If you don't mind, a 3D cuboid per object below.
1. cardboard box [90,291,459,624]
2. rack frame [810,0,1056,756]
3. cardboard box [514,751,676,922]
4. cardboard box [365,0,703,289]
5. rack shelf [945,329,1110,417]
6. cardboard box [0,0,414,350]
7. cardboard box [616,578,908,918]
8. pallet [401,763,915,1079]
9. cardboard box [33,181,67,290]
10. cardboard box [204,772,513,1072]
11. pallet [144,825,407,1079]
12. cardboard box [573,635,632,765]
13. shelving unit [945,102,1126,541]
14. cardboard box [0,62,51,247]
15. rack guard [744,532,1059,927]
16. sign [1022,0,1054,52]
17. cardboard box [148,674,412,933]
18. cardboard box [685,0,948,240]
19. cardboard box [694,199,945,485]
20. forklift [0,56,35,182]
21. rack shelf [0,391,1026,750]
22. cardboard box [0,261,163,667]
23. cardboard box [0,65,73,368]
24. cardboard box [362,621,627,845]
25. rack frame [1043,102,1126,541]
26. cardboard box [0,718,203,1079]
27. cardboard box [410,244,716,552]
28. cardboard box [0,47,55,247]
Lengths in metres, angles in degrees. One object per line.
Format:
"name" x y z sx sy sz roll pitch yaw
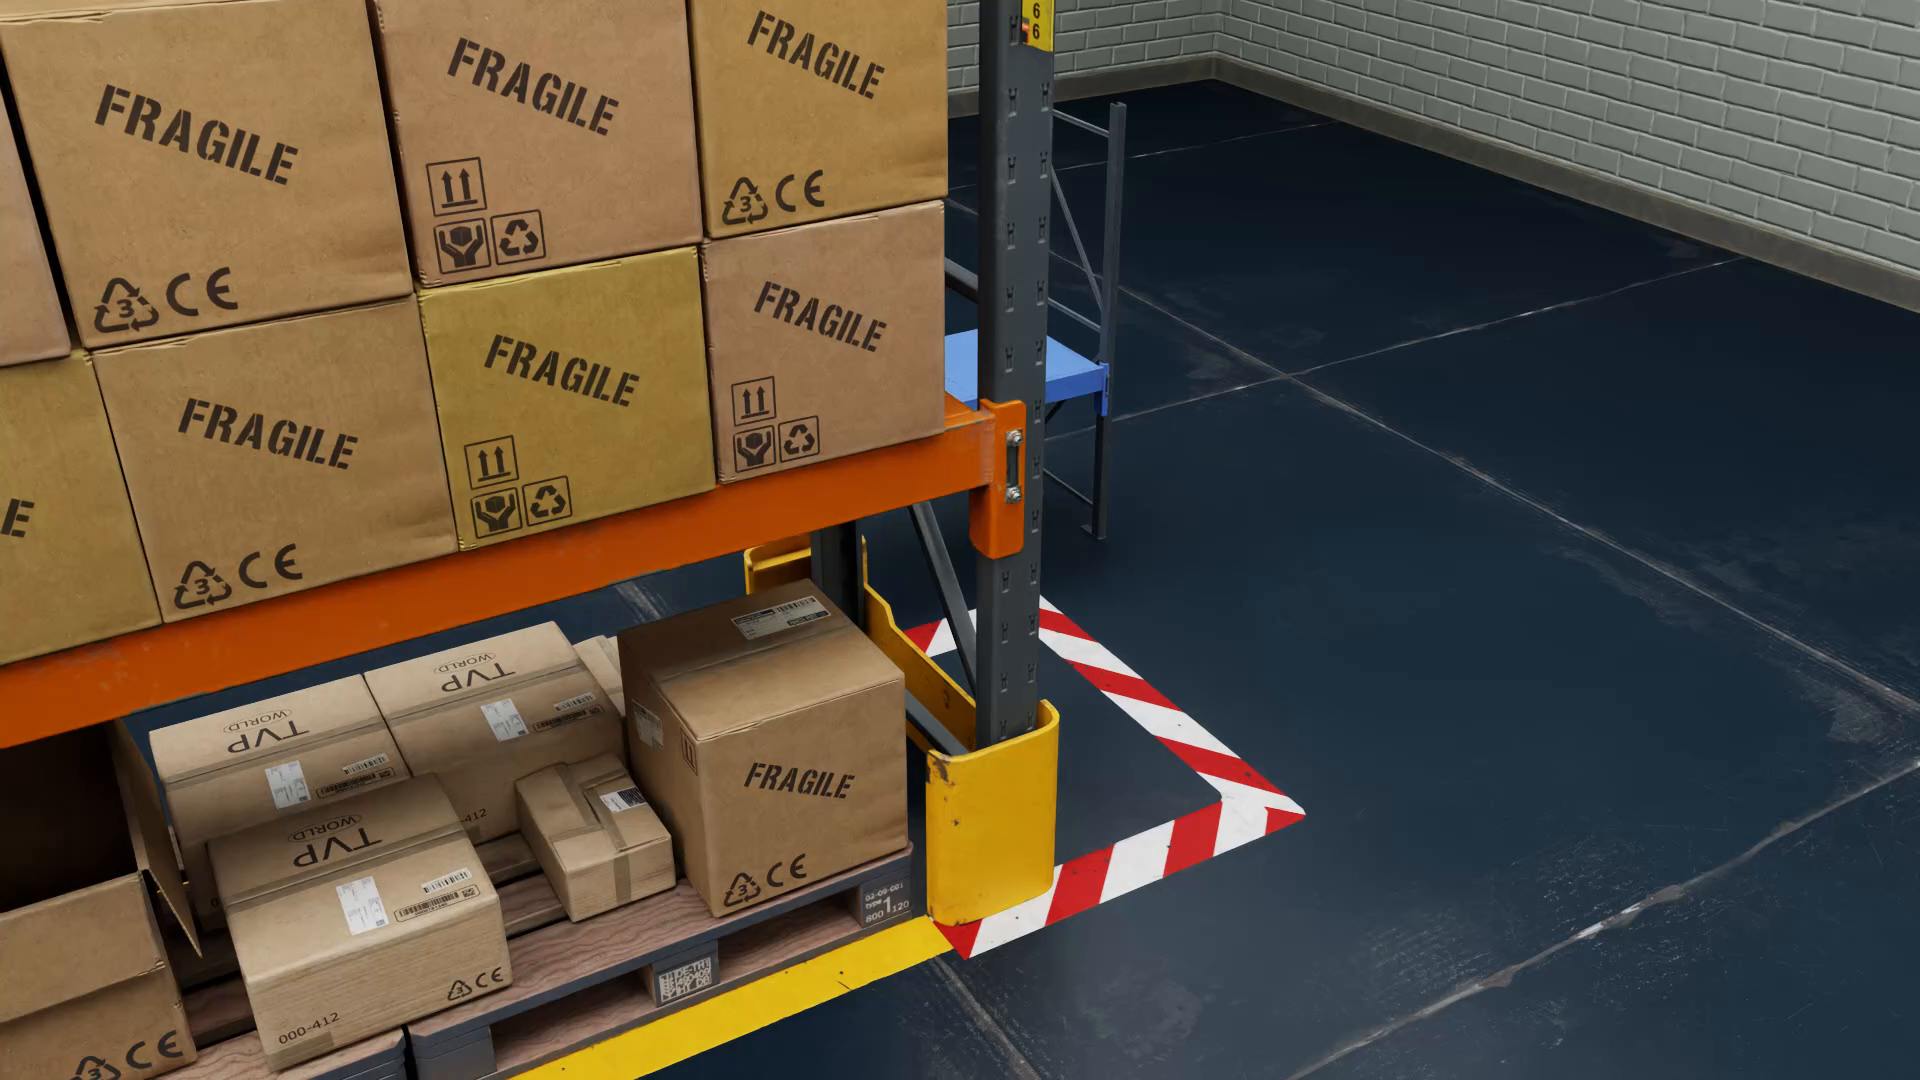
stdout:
"cardboard box" -1.245 -0.237 2.972 0.500 0.500 0.500 -16 32 -26
"rack frame" -0.118 -0.665 3.850 0.127 3.000 1.000 -16 33 -26
"cardboard box" -0.857 0.680 3.890 0.250 0.166 0.380 -16 33 -26
"cardboard box" -0.798 -0.799 2.955 0.500 0.500 0.500 -15 32 -25
"rack shelf" -0.074 -0.478 5.437 1.000 0.185 0.538 -16 33 -26
"cardboard box" -1.242 -0.670 2.721 0.500 0.500 0.500 -15 32 -25
"cardboard box" -0.462 0.473 3.921 0.500 0.500 0.500 -16 33 -26
"pallet" -0.871 0.770 4.136 1.213 0.211 1.003 -16 33 -26
"cardboard box" -1.943 -0.338 3.155 0.500 0.500 0.500 -15 32 -26
"cardboard box" -1.297 0.802 3.583 0.500 0.250 0.500 -16 33 -26
"pallet" -1.921 1.067 3.599 1.213 0.211 1.003 -16 33 -26
"cardboard box" -0.869 0.403 4.391 0.250 0.166 0.380 -16 33 -26
"shelving unit" -0.074 -0.636 5.350 1.048 1.500 0.538 -16 33 -26
"cardboard box" -1.953 -0.771 2.905 0.500 0.500 0.500 -16 33 -27
"rack guard" -0.184 0.448 4.421 0.348 0.500 1.175 -16 33 -26
"sign" 0.146 -1.074 3.066 0.005 0.325 0.100 -16 33 -26
"cardboard box" -1.593 0.606 3.938 0.500 0.250 0.500 -16 33 -26
"cardboard box" -0.363 -0.923 3.180 0.500 0.500 0.500 -16 33 -27
"cardboard box" -0.367 -0.486 3.422 0.500 0.500 0.500 -15 32 -25
"forklift" -3.212 -1.817 6.010 3.031 2.935 1.130 9 30 16
"rack shelf" -1.843 0.140 3.137 4.000 0.370 1.077 -16 33 -26
"cardboard box" -1.679 -0.114 2.749 0.500 0.500 0.500 -16 33 -27
"cardboard box" -1.685 -0.544 2.494 0.500 0.500 0.500 -15 32 -25
"cardboard box" -1.162 0.484 4.160 0.500 0.250 0.500 -16 33 -26
"rack frame" 0.365 -0.760 5.575 0.032 1.500 0.500 -16 33 -26
"cardboard box" -1.950 0.753 3.410 0.637 0.503 0.797 -16 33 -26
"cardboard box" -0.812 -0.357 3.189 0.500 0.500 0.500 -16 32 -26
"cardboard box" -1.515 -0.896 3.131 0.500 0.500 0.500 -15 32 -26
